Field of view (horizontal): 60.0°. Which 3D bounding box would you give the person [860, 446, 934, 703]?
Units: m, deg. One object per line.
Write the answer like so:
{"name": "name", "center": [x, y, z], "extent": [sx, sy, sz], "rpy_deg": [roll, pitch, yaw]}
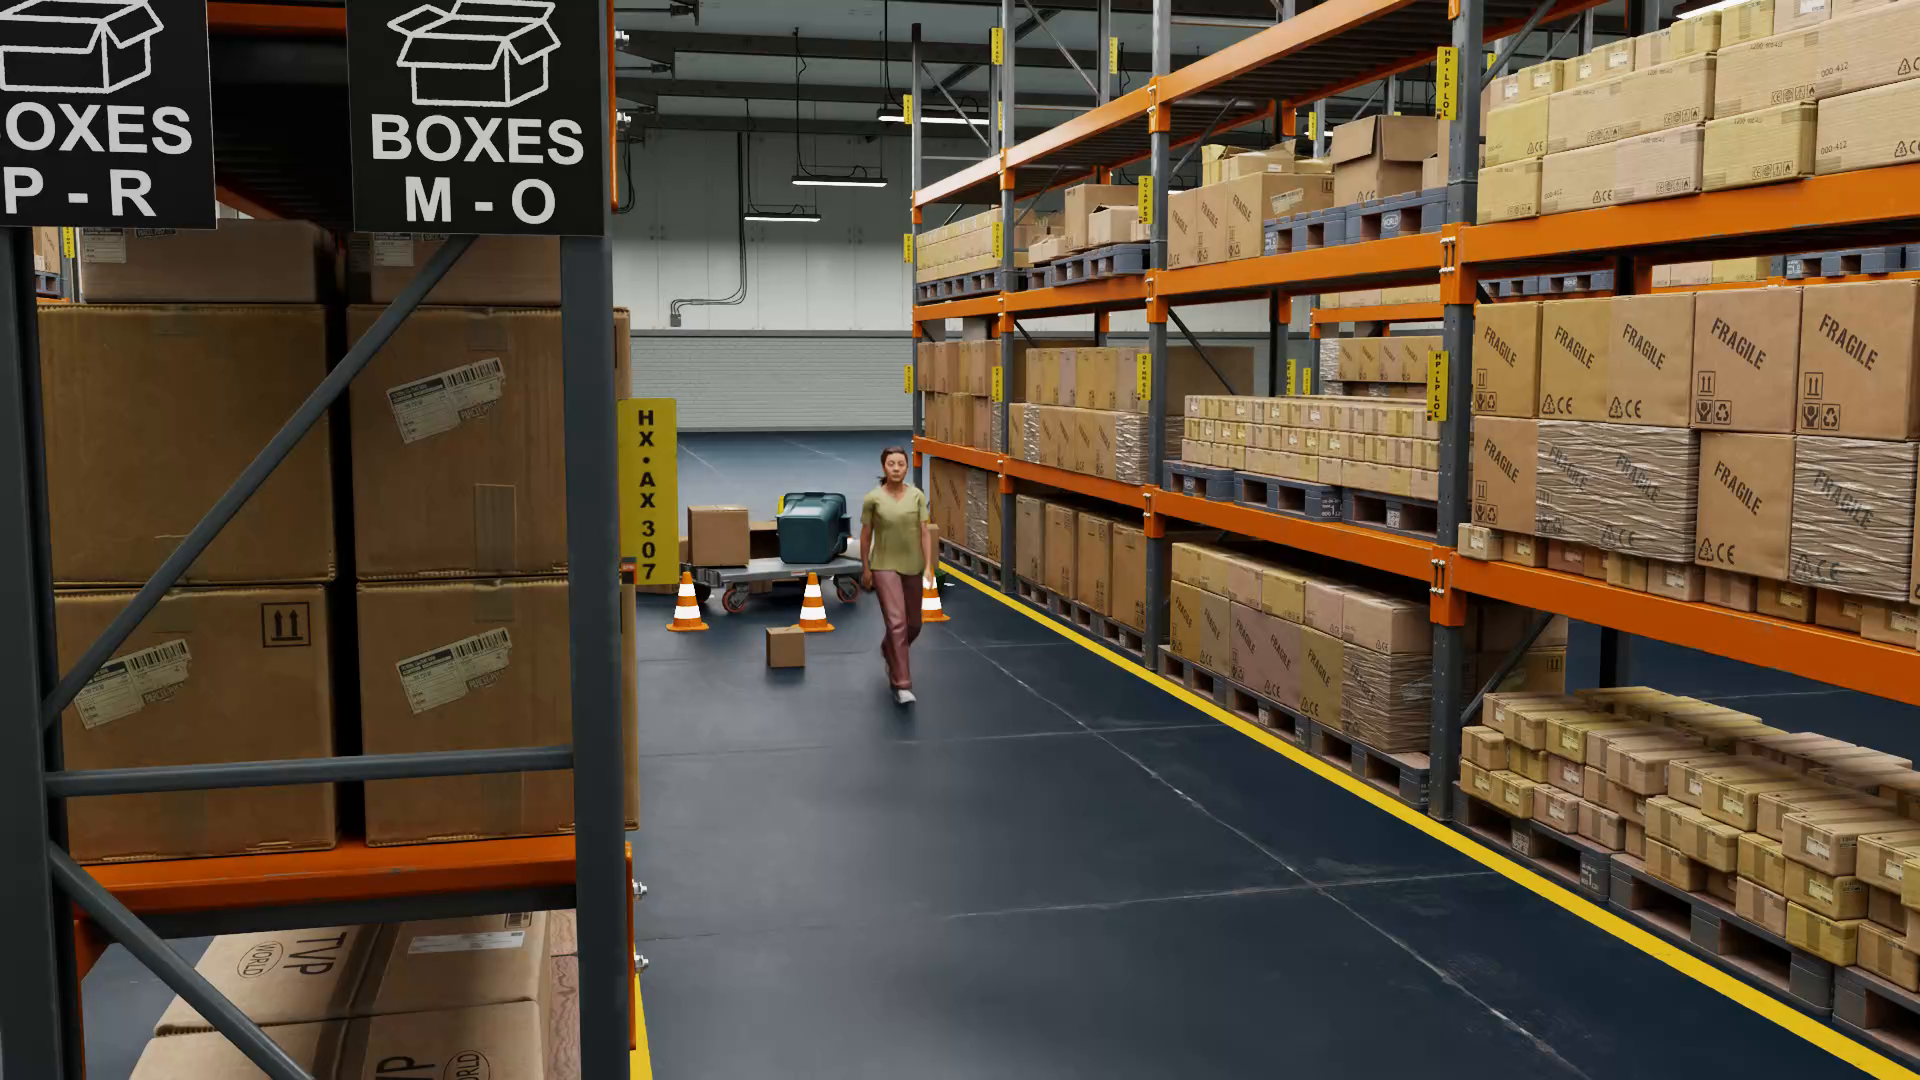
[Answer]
{"name": "person", "center": [-0.422, 0.196, 10.836], "extent": [0.453, 1.630, 0.960], "rpy_deg": [-2, 7, -19]}
